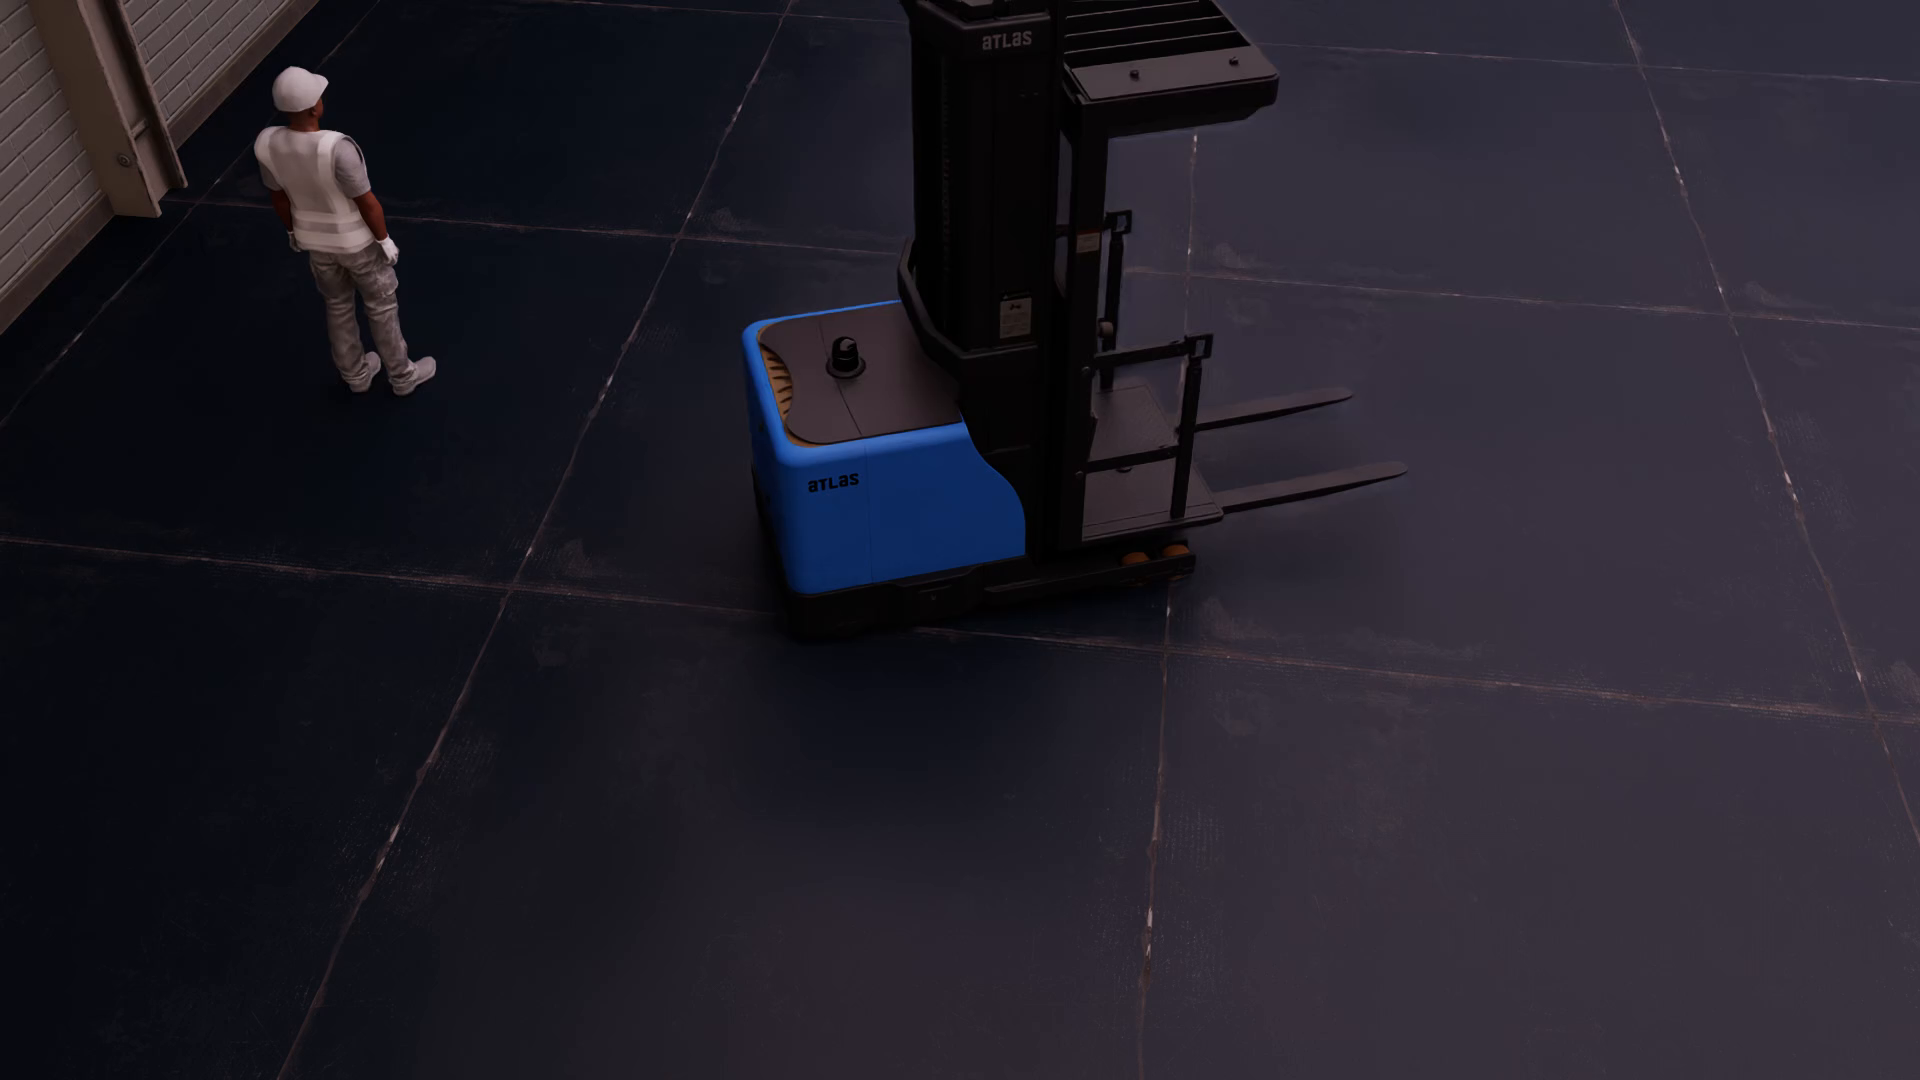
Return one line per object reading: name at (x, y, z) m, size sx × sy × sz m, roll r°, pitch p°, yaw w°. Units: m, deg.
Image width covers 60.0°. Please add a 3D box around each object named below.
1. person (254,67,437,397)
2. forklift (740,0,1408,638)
person at (-3.047, -1.504, 8.208) m, size 0.566 × 1.789 × 0.370 m, roll 9°, pitch 43°, yaw 9°
forklift at (0.591, -1.197, 7.028) m, size 3.031 × 2.935 × 1.130 m, roll -10°, pitch 44°, yaw -11°
